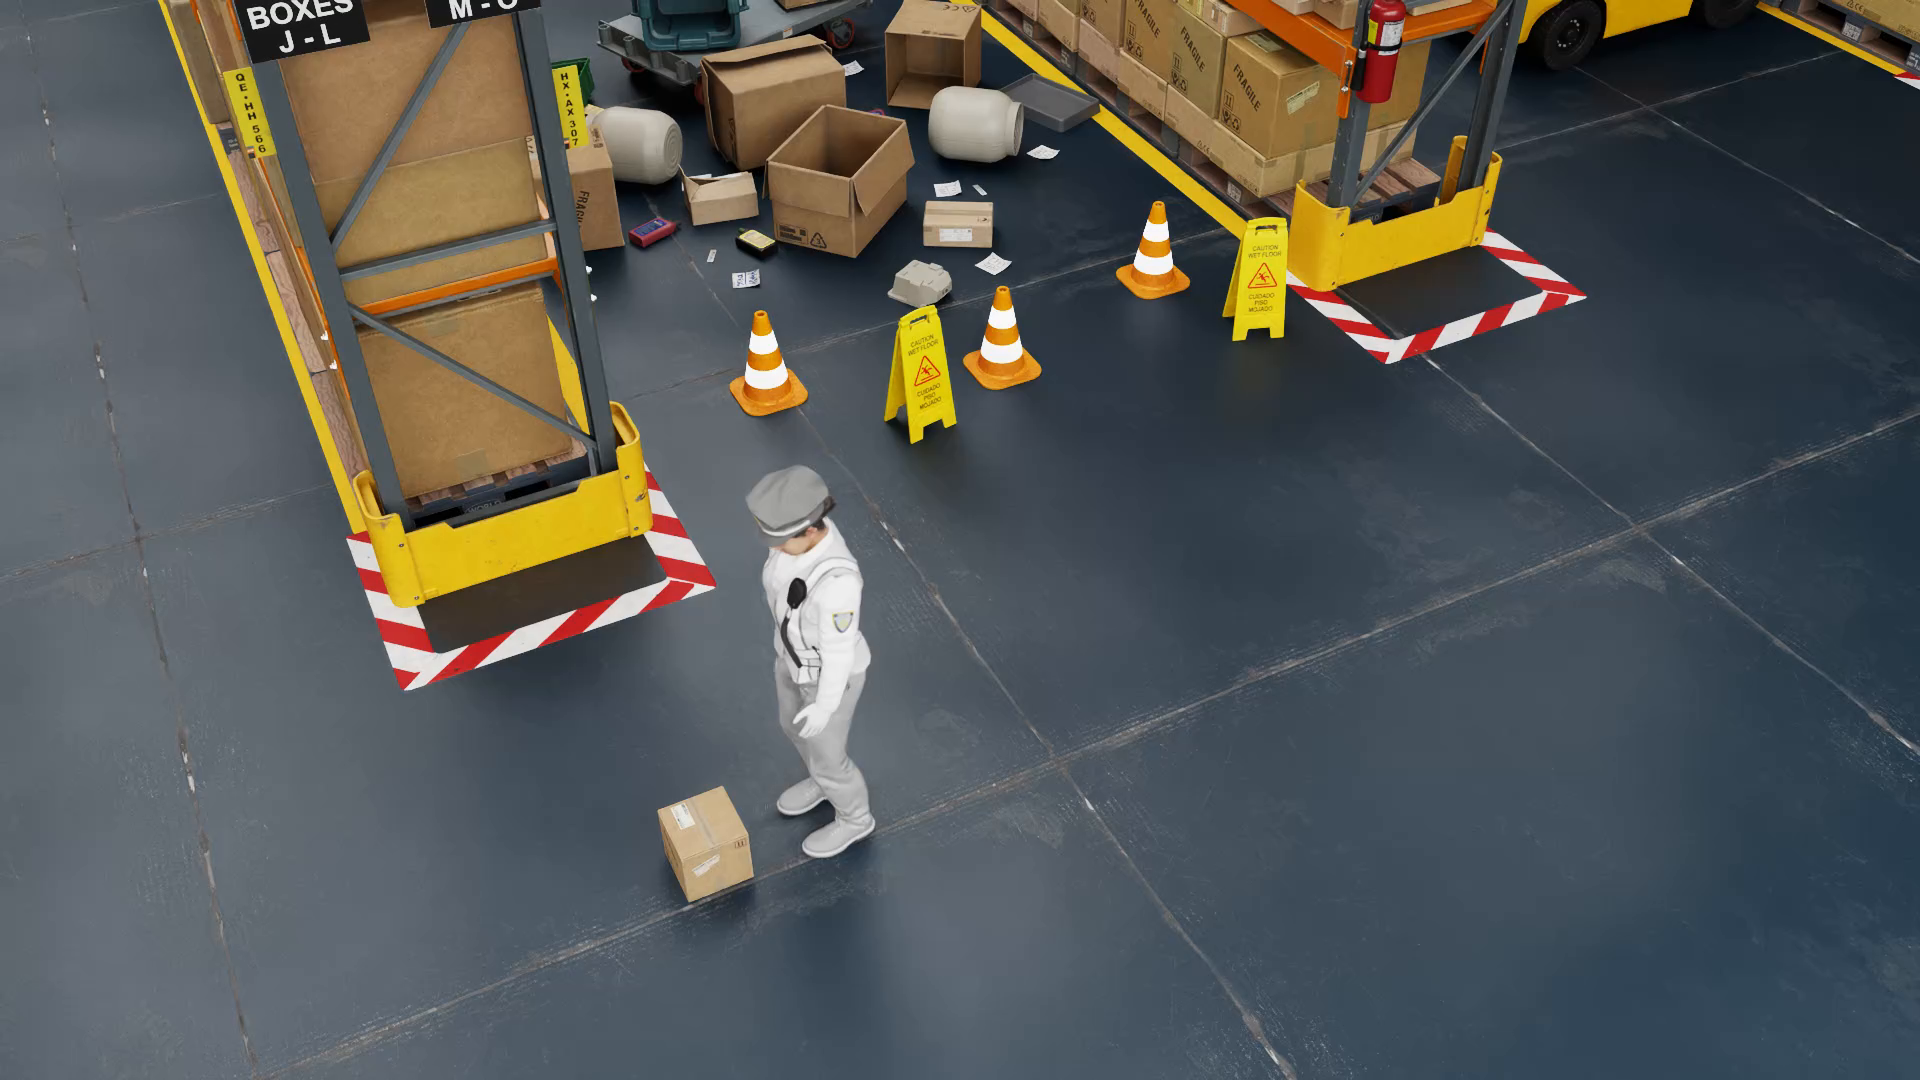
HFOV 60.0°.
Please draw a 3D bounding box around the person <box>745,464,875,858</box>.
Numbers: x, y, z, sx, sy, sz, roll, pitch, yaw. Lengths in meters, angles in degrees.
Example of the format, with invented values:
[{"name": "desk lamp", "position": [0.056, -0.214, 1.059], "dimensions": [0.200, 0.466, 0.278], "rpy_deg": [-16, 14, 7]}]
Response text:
[{"name": "person", "position": [-0.487, 0.443, 5.673], "dimensions": [0.352, 1.652, 0.479], "rpy_deg": [-18, 45, -19]}]
